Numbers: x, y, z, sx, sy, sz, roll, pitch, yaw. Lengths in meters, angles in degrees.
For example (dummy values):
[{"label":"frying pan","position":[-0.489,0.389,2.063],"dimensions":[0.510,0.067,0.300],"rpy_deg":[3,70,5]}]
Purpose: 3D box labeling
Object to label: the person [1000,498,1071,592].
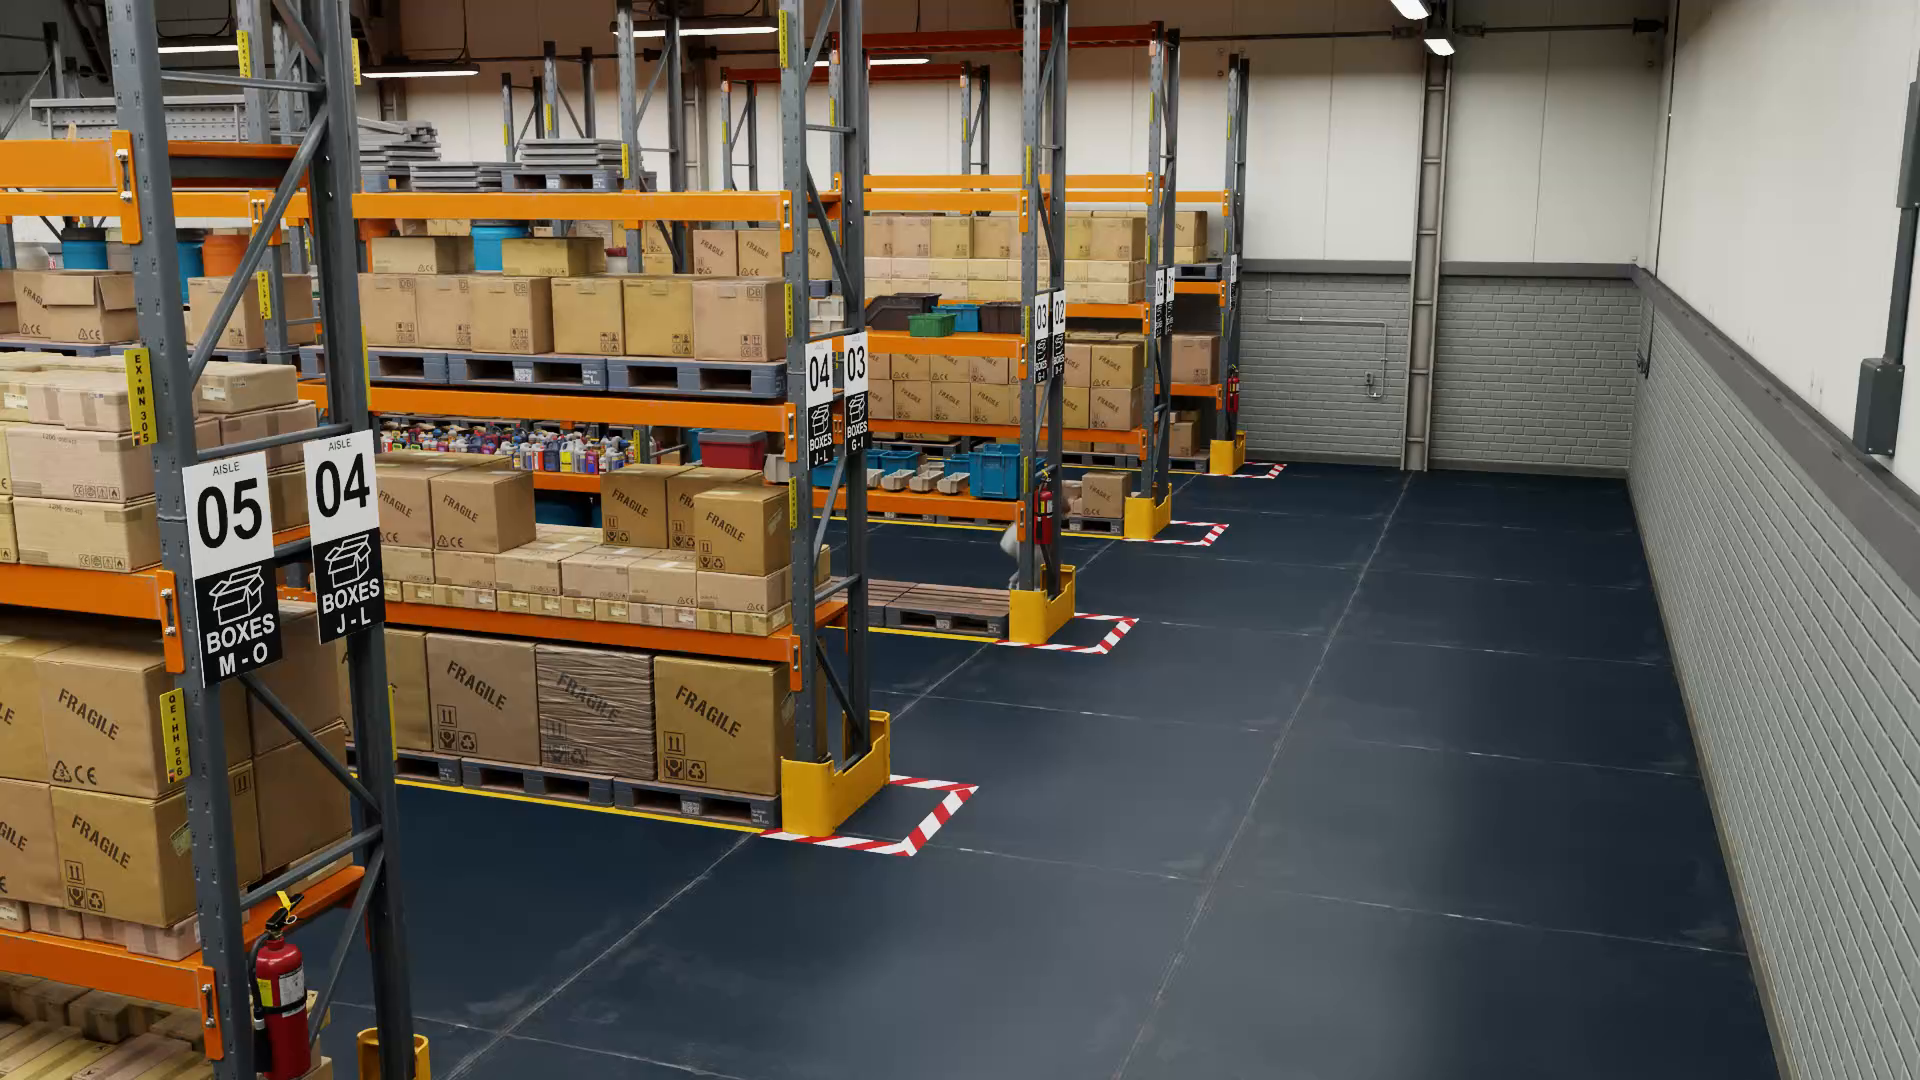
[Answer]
[{"label":"person","position":[0.799,0.061,17.375],"dimensions":[0.774,0.979,0.459],"rpy_deg":[-4,13,-19]}]
